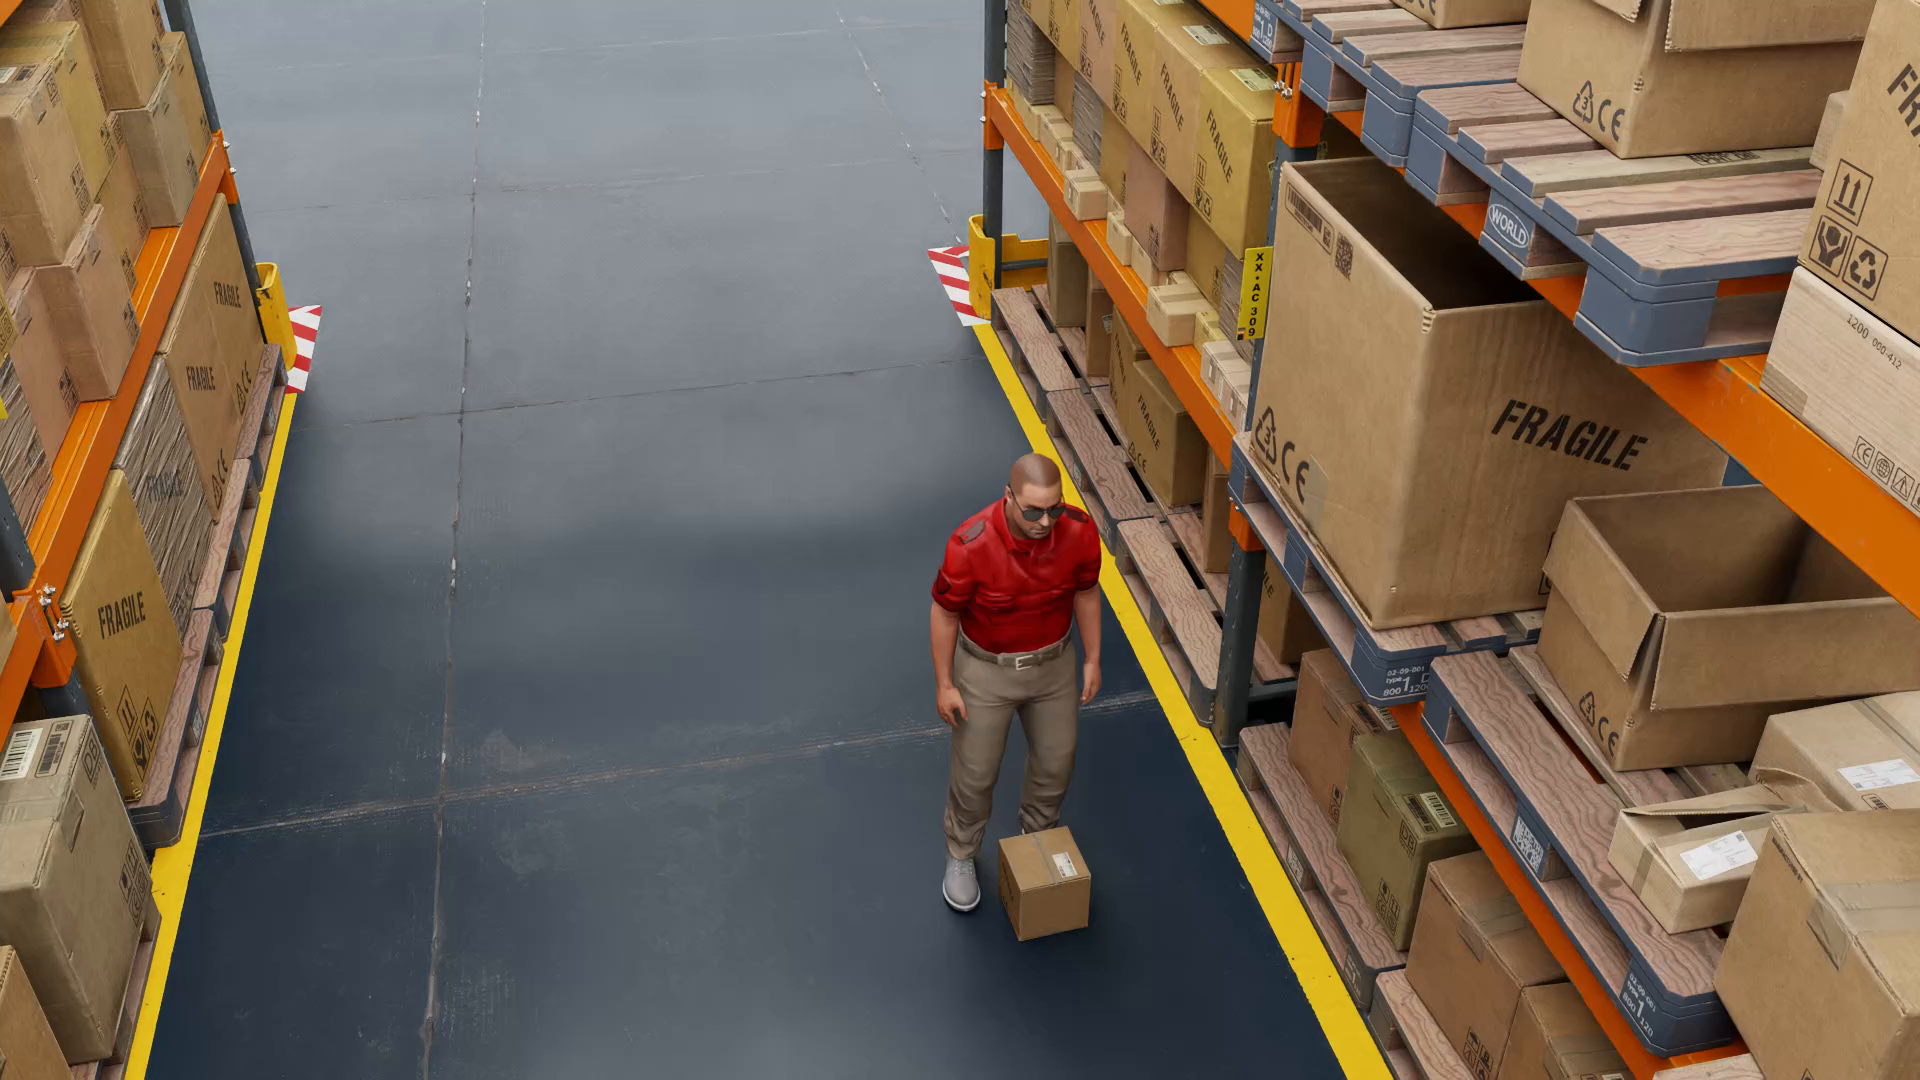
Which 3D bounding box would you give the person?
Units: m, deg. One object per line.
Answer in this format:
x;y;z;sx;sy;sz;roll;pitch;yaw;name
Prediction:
0.194;0.443;5.501;0.585;1.727;0.394;-9;35;-13;person
